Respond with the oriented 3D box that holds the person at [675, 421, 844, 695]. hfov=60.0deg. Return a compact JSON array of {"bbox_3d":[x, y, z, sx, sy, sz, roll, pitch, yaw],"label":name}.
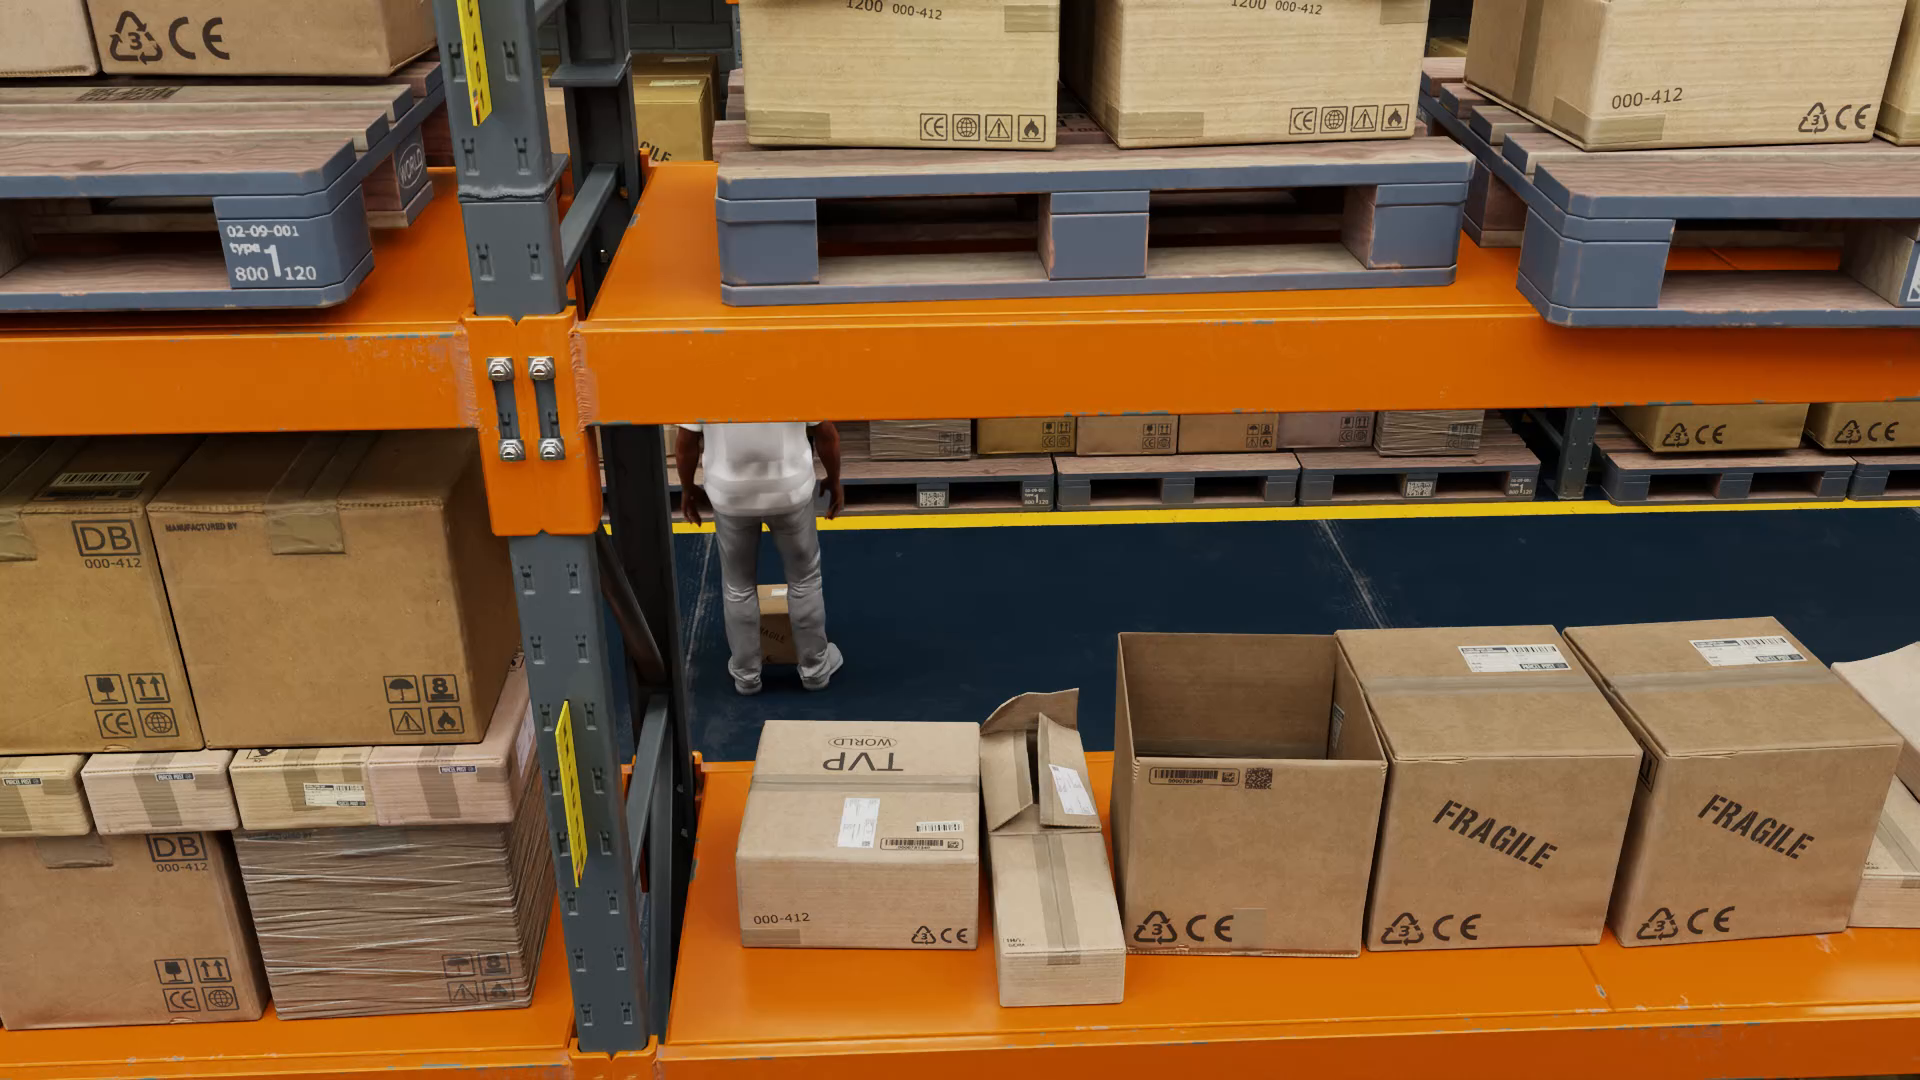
[{"bbox_3d":[-0.775,-0.210,6.504,0.637,1.761,0.460,-2,27,-4],"label":"person"}]
